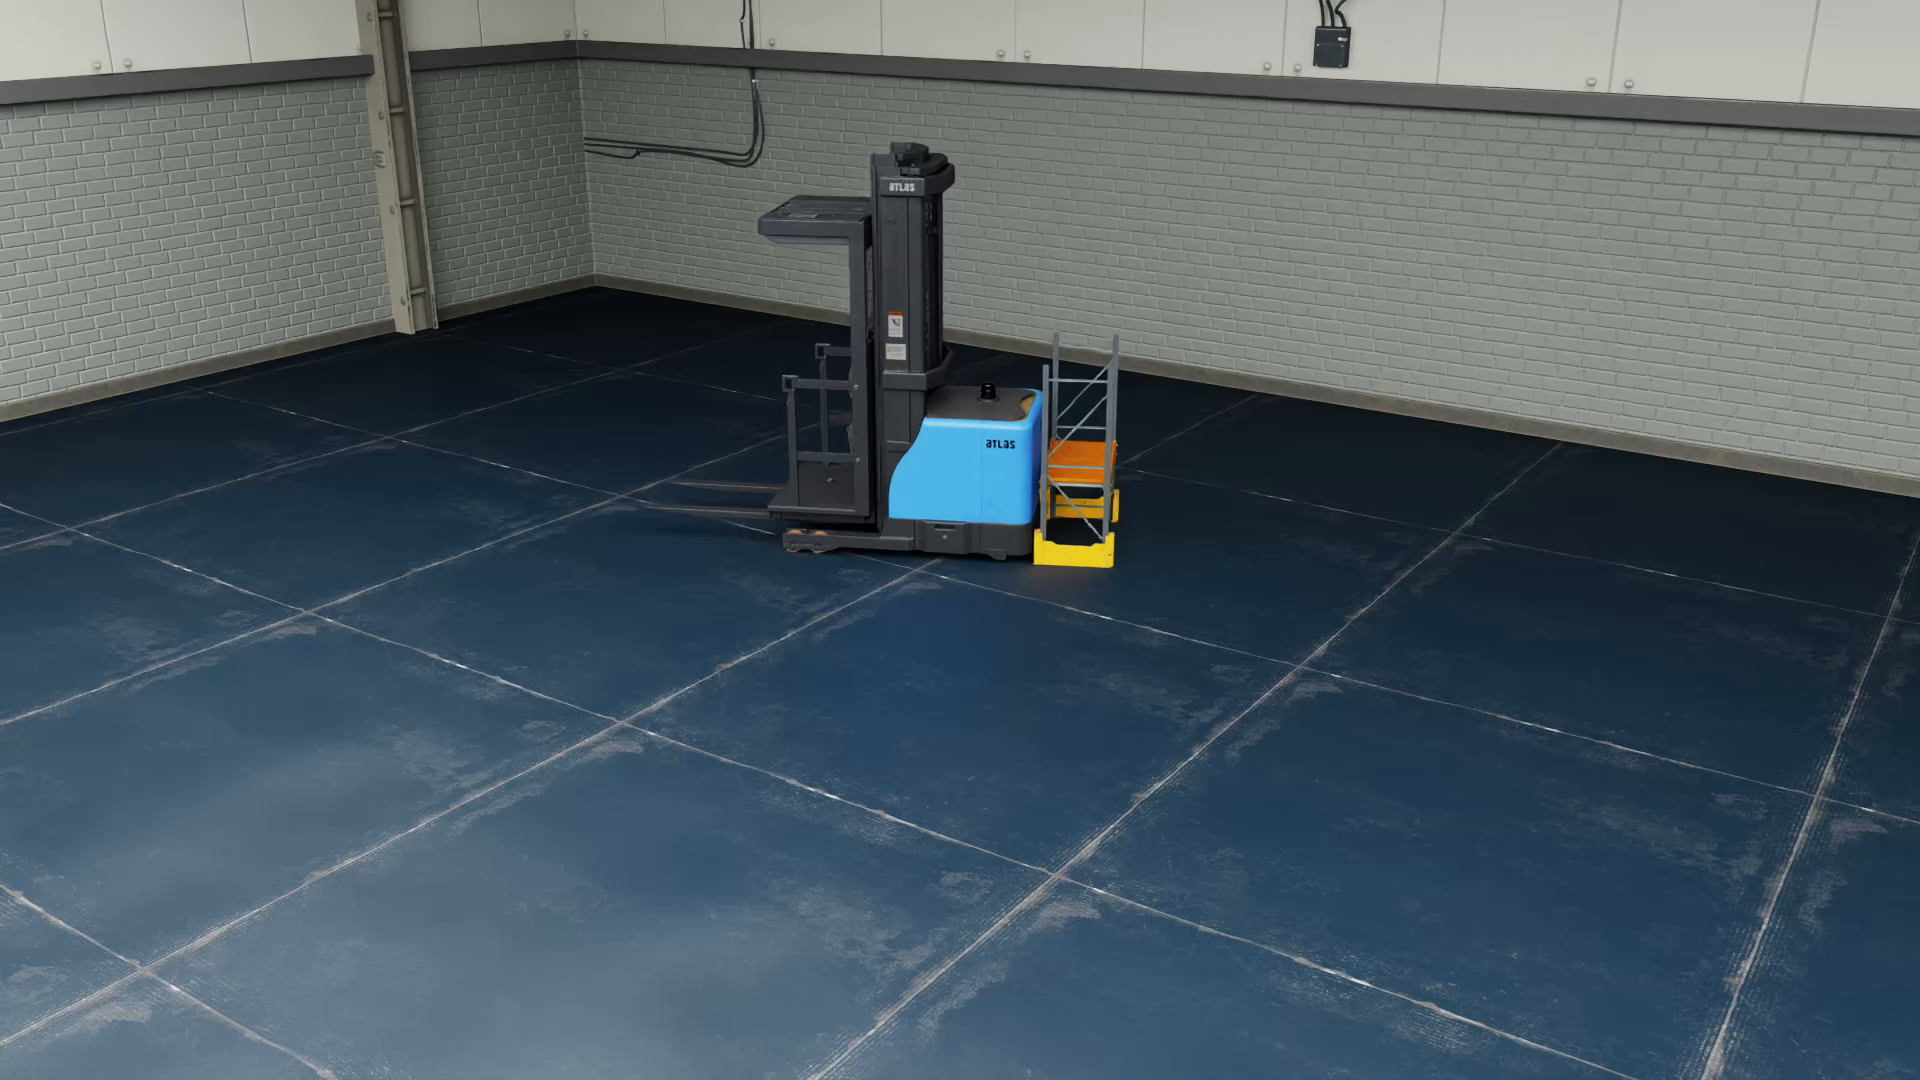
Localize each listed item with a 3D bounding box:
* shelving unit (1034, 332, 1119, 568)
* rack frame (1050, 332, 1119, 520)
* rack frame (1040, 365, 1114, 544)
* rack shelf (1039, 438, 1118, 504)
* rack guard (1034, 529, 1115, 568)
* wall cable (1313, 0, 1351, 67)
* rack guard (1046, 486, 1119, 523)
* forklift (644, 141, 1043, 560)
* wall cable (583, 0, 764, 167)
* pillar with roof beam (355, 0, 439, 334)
[{"bbox_3d":[0.901,-0.696,12.485,0.587,1.500,1.083,2,20,7],"label":"shelving unit"},{"bbox_3d":[0.965,-0.874,12.967,0.500,1.500,0.032,2,20,7],"label":"rack frame"},{"bbox_3d":[0.839,-0.524,12.021,0.500,1.500,0.032,2,20,7],"label":"rack frame"},{"bbox_3d":[0.902,-0.531,12.556,0.538,0.185,1.000,2,20,7],"label":"rack shelf"},{"bbox_3d":[0.839,0.061,12.239,0.587,0.250,0.087,2,20,7],"label":"rack guard"},{"bbox_3d":[4.251,-7.005,13.829,2.305,6.003,0.169,13,24,32],"label":"wall cable"},{"bbox_3d":[0.963,-0.281,13.166,0.587,0.250,0.087,2,20,7],"label":"rack guard"},{"bbox_3d":[-0.890,-1.449,12.458,3.031,2.935,1.130,3,21,9],"label":"forklift"},{"bbox_3d":[-3.591,-5.810,19.976,3.097,2.526,0.112,13,24,32],"label":"wall cable"},{"bbox_3d":[-2.781,-5.839,15.579,9.100,9.000,0.400,13,24,32],"label":"pillar with roof beam"}]
